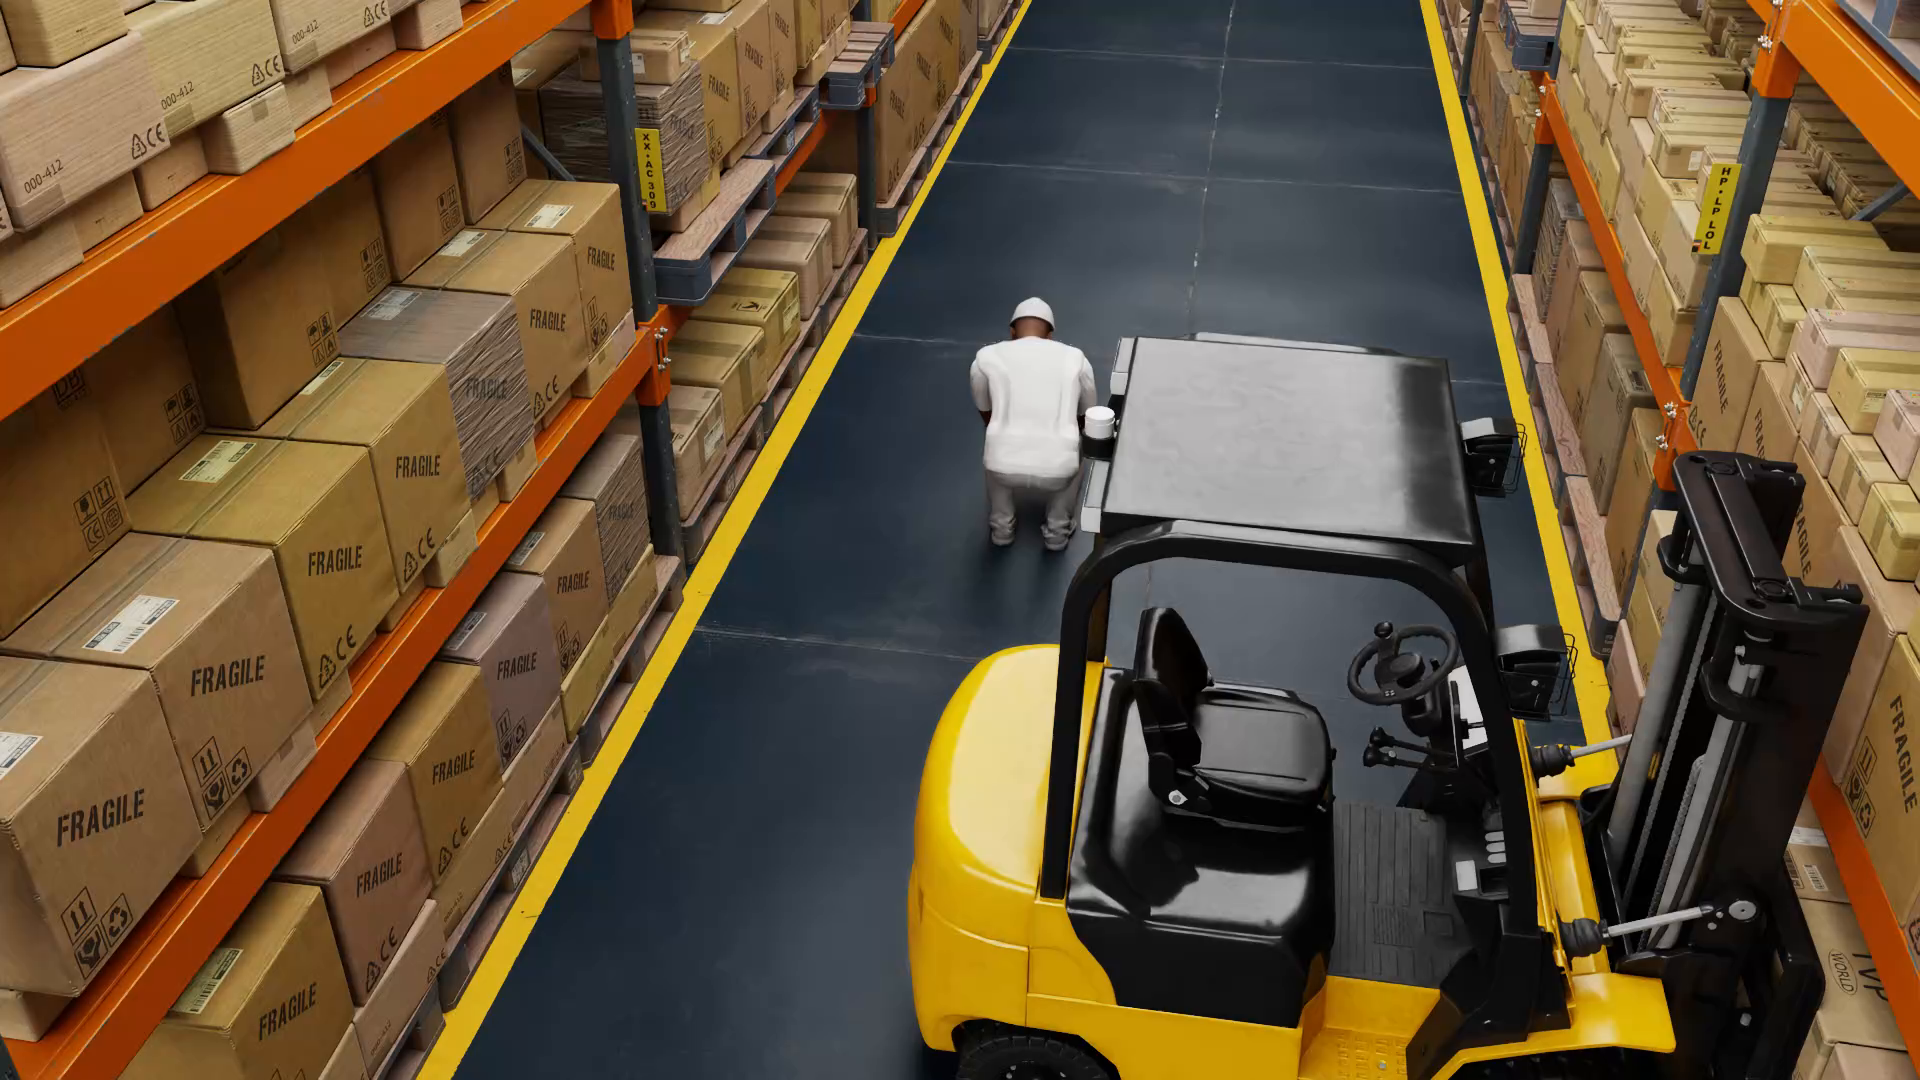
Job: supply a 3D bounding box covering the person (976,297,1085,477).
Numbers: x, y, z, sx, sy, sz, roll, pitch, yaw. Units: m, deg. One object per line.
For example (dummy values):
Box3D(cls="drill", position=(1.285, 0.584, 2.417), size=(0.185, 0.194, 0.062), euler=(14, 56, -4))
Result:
Box3D(cls="person", position=(0.329, -0.586, 7.633), size=(0.553, 0.868, 0.897), euler=(5, 33, 8))
